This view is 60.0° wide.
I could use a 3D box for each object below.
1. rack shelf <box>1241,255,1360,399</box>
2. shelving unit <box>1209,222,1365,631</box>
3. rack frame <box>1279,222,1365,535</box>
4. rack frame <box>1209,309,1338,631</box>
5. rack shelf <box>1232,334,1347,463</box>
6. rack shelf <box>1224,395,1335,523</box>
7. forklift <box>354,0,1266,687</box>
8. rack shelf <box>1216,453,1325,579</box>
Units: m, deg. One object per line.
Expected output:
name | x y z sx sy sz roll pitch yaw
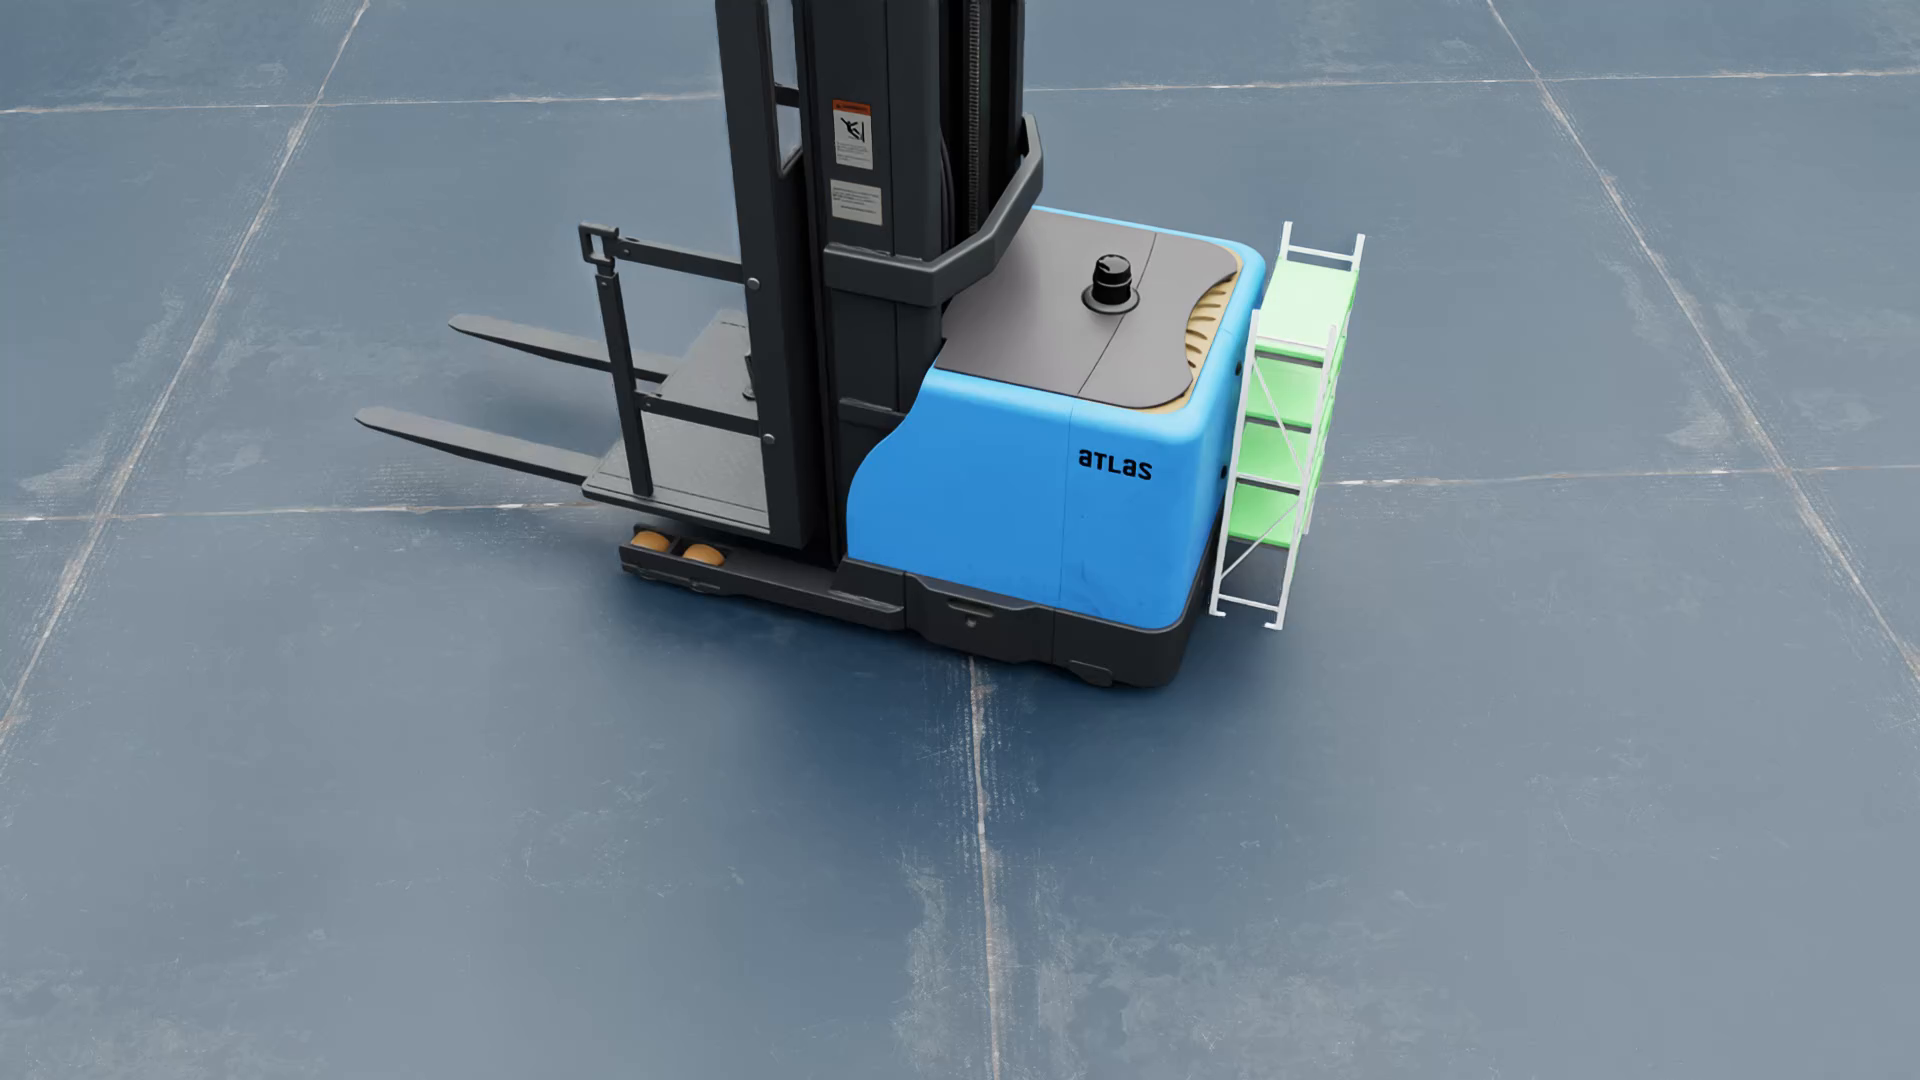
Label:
rack shelf | 1.015 -0.640 4.944 0.258 0.148 0.480 13 44 14
shelving unit | 1.015 -0.333 5.226 0.258 1.200 0.503 13 44 14
rack frame | 1.094 -0.489 5.396 0.240 1.200 0.015 13 44 14
rack frame | 0.937 -0.177 5.055 0.240 1.200 0.015 13 44 14
rack shelf | 1.015 -0.463 5.107 0.258 0.148 0.480 13 44 14
rack shelf | 1.015 -0.286 5.269 0.258 0.148 0.480 13 44 14
forklift | -0.611 -1.225 4.917 3.031 2.935 1.130 13 44 14
rack shelf | 1.015 -0.109 5.431 0.258 0.148 0.480 13 44 14
